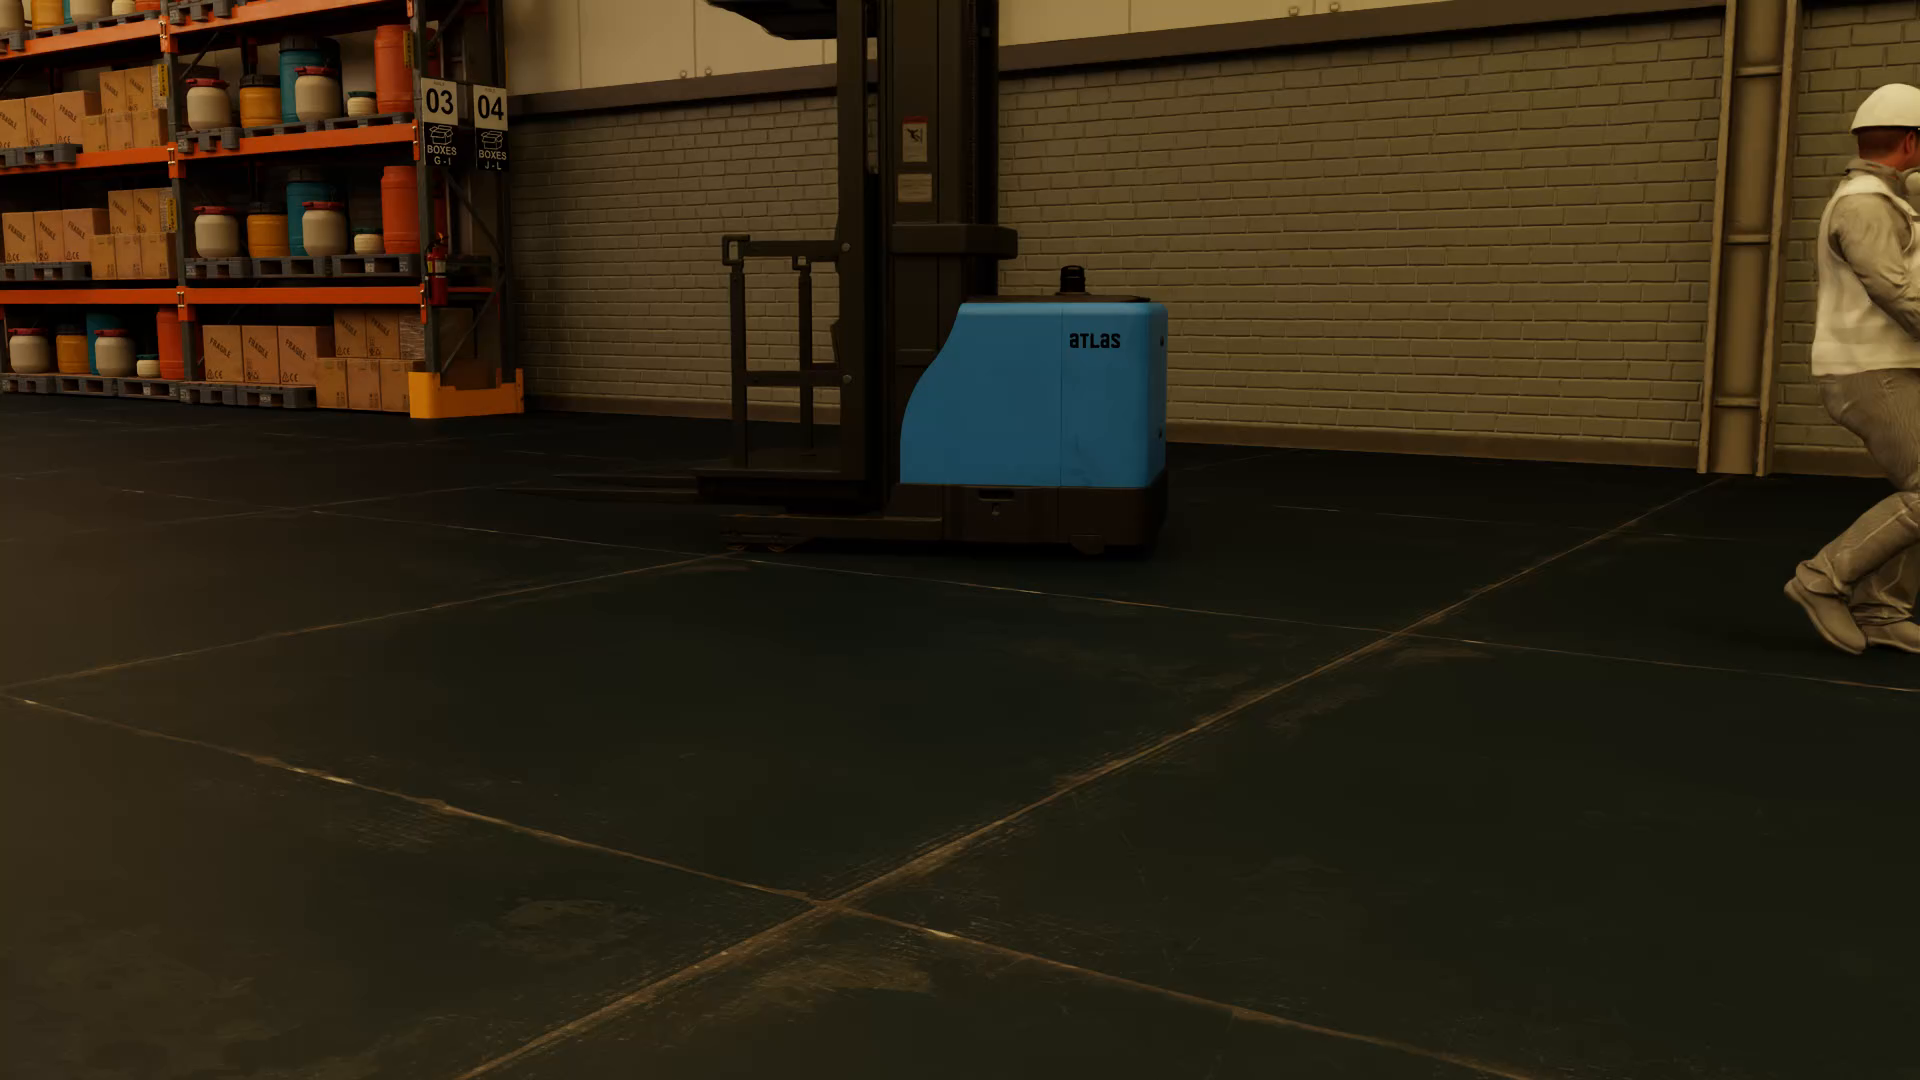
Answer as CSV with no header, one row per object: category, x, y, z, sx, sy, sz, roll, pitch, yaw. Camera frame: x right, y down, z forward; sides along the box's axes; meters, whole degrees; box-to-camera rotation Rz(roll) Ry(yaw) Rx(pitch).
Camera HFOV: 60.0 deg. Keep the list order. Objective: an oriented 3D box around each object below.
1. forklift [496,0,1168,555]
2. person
forklift,-0.596,-1.469,7.520,3.031,2.935,1.130,2,8,12
person,2.890,-0.521,5.136,0.496,1.732,0.739,6,10,35
